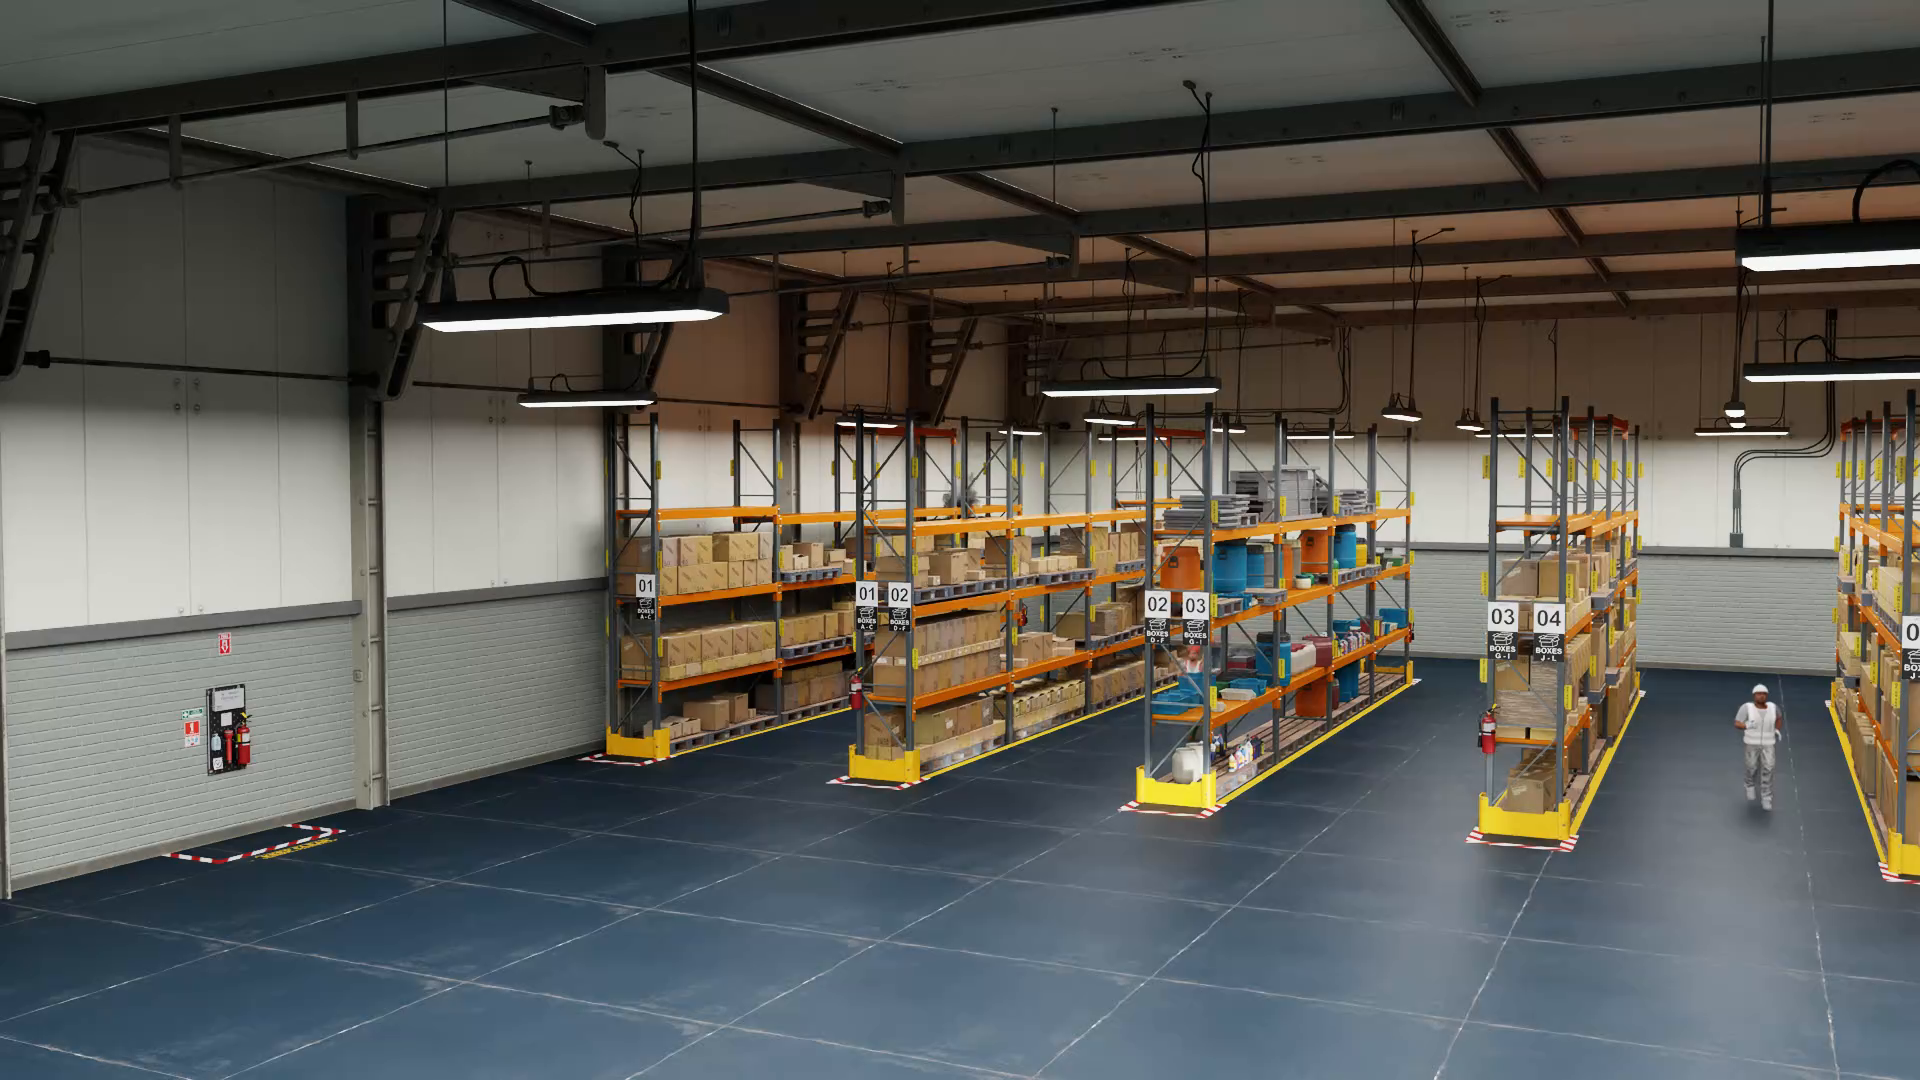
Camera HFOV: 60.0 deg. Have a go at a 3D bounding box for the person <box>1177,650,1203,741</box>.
[{"bbox_3d":[4.326,2.857,30.815,0.647,1.691,0.562,1,3,19],"label":"person"}]

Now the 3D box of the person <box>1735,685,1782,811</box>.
[{"bbox_3d":[11.828,3.030,24.605,0.677,1.778,0.961,1,3,17],"label":"person"}]
